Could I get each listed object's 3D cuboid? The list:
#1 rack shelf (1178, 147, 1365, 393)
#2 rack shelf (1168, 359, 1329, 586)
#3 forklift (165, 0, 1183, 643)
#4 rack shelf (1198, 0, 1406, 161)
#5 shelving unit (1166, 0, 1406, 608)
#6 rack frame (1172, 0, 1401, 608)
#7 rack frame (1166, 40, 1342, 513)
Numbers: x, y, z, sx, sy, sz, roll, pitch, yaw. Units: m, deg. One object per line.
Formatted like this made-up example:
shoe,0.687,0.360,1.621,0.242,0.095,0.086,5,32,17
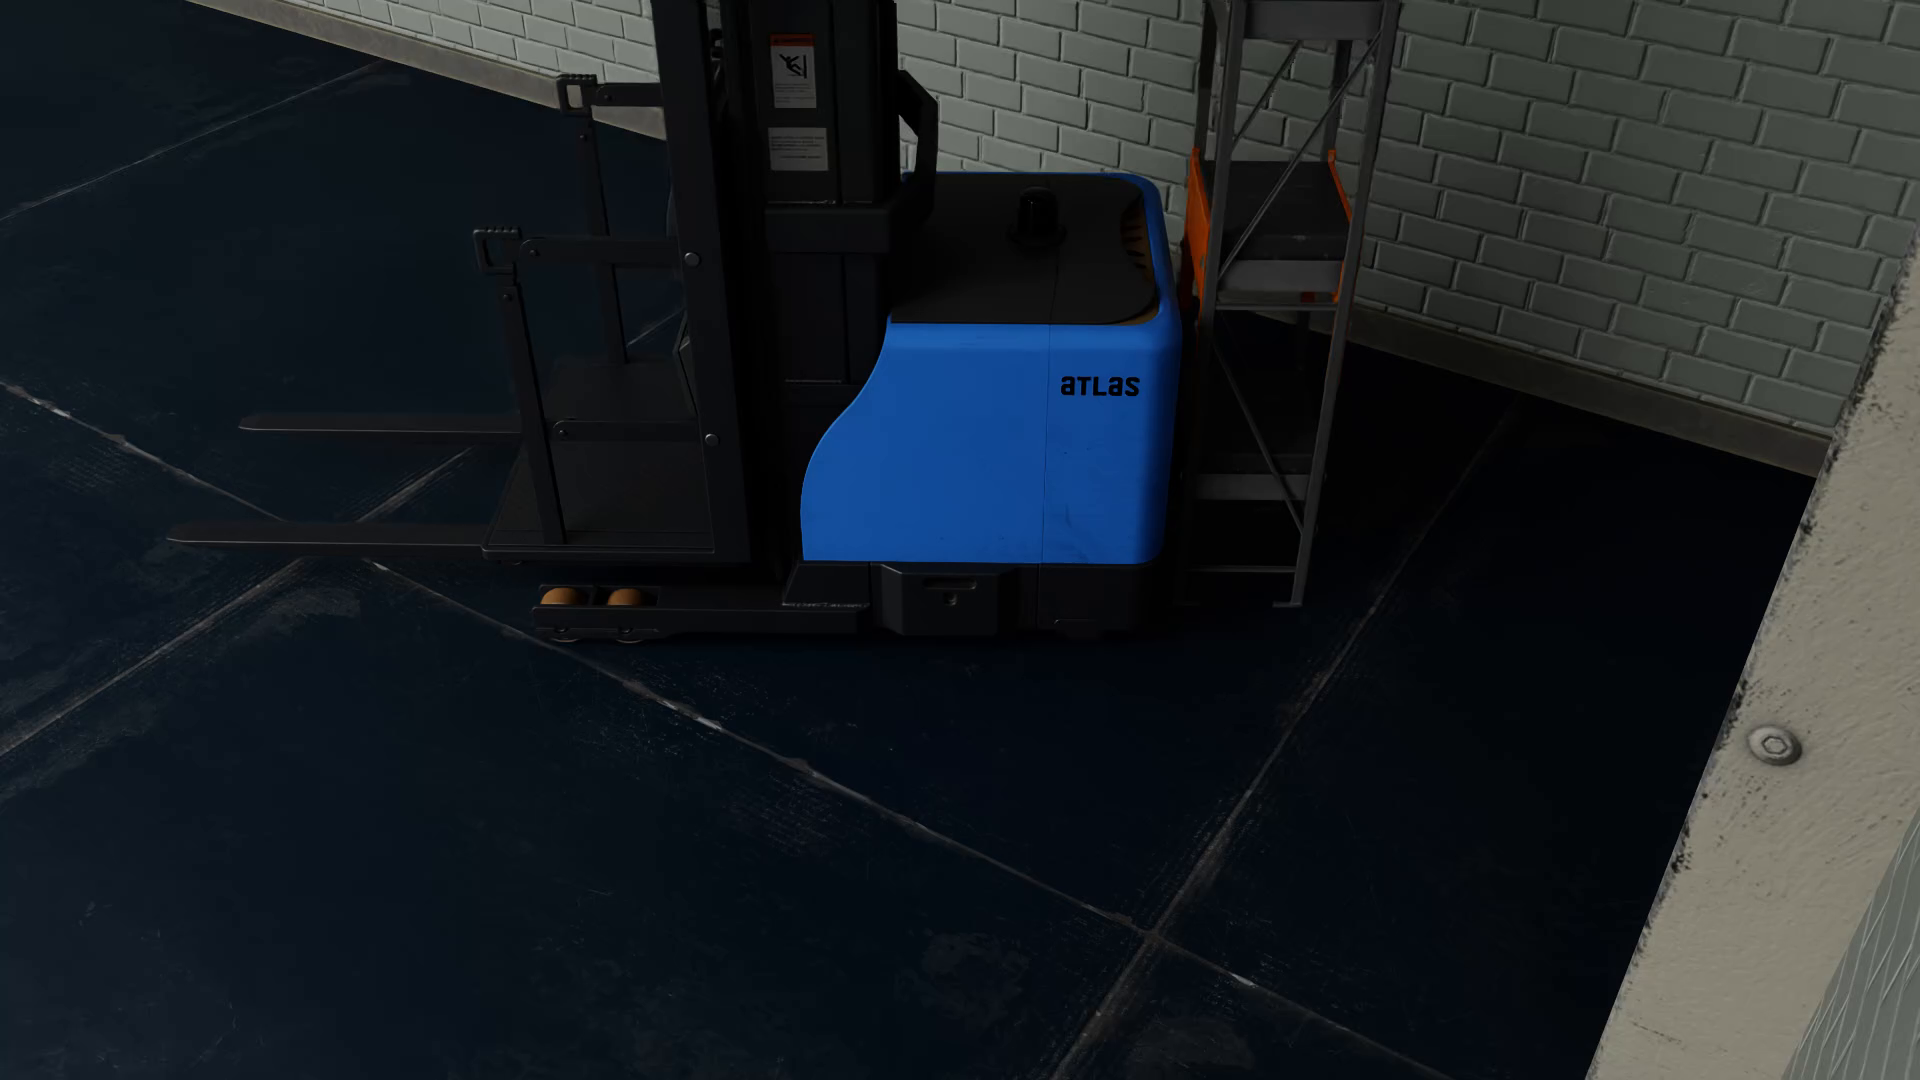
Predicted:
rack shelf,0.862,-0.767,4.711,0.431,0.518,0.480,1,38,1
rack shelf,0.862,-0.213,5.139,0.431,0.518,0.480,1,38,1
forklift,-0.897,-1.172,4.533,3.031,2.935,1.130,1,38,1
rack shelf,0.862,-1.322,4.284,0.431,0.518,0.480,1,38,1
shelving unit,0.862,-0.778,4.703,0.431,2.100,0.503,1,38,1
rack frame,0.857,-0.629,4.510,0.400,2.100,0.015,1,38,1
rack frame,0.867,-0.927,4.896,0.400,2.100,0.015,1,38,1
